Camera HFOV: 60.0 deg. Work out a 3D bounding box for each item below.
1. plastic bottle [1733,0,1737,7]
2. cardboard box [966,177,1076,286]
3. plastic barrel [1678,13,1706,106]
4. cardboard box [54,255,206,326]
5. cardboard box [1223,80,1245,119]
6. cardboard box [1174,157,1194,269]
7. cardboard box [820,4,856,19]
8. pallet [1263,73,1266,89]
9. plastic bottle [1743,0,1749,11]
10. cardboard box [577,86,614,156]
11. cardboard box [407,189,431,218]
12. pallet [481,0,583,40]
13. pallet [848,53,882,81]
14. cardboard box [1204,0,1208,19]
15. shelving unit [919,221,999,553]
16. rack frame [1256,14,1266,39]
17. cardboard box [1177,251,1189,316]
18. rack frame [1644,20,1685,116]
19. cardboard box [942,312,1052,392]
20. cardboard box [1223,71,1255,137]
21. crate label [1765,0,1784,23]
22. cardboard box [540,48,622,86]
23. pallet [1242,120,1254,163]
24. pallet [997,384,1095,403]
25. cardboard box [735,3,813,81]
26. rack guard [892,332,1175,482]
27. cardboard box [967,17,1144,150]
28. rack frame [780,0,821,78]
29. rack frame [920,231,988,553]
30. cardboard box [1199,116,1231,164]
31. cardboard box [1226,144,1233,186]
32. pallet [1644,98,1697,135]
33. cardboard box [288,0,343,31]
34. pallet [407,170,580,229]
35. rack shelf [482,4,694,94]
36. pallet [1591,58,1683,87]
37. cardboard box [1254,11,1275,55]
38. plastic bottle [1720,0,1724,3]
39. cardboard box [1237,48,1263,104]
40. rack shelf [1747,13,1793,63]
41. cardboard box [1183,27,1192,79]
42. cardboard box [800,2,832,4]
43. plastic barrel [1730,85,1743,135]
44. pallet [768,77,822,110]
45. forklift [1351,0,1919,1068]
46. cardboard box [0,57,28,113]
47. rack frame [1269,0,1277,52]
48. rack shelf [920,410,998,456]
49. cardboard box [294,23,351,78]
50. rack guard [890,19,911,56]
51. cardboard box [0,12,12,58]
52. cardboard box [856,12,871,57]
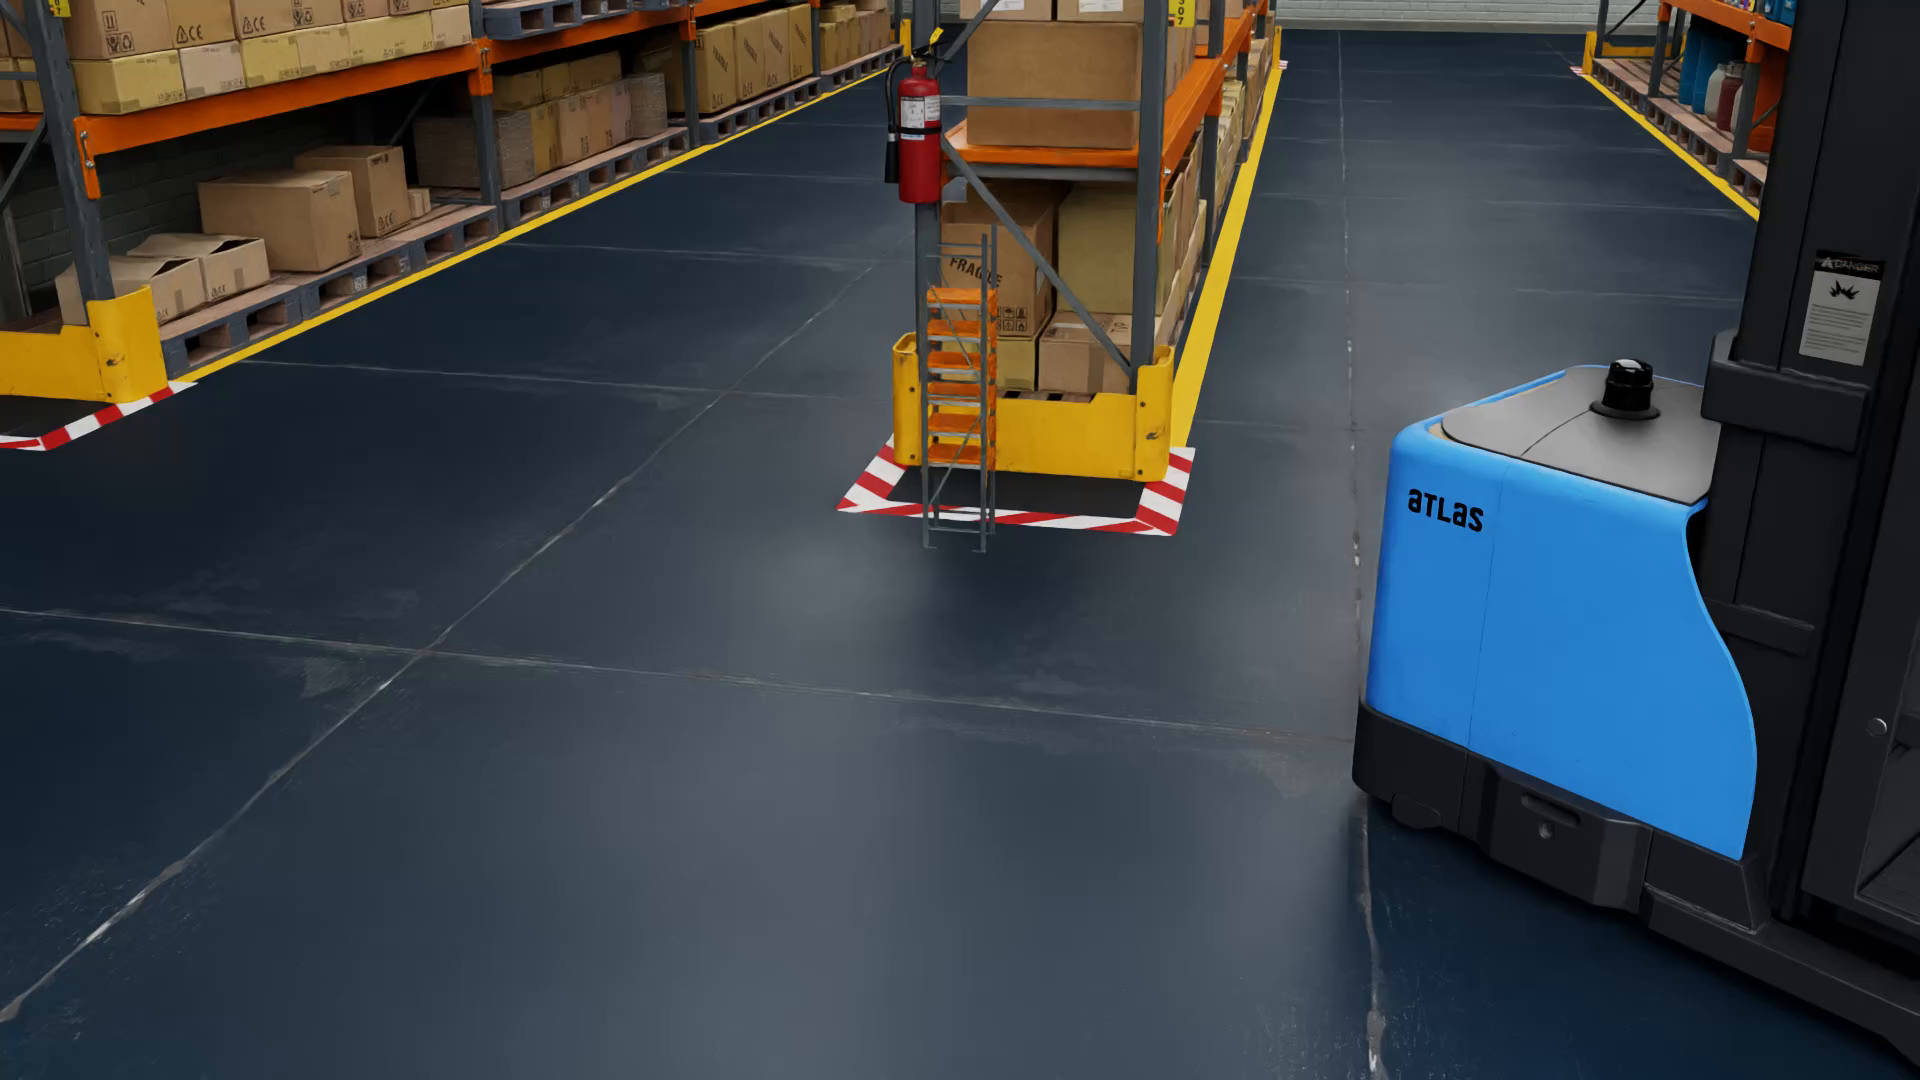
[{"bbox_3d":[6.608,-4.613,14.058,0.097,0.201,0.097,0,22,0],"label":"plastic bottle"},{"bbox_3d":[0.322,-1.598,8.422,0.500,0.500,0.500,4,22,11],"label":"cardboard box"},{"bbox_3d":[7.484,-4.779,16.451,0.600,0.901,0.708,4,22,11],"label":"plastic barrel"},{"bbox_3d":[-4.307,-1.325,8.638,0.500,0.311,0.500,2,22,5],"label":"cardboard box"},{"bbox_3d":[2.081,-3.640,13.745,0.500,0.311,0.500,5,22,12],"label":"cardboard box"},{"bbox_3d":[0.950,-1.740,8.774,0.500,0.500,0.500,4,22,11],"label":"cardboard box"},{"bbox_3d":[-1.479,-6.415,20.181,0.380,0.149,0.250,4,22,9],"label":"cardboard box"},{"bbox_3d":[2.904,-5.092,18.714,1.003,0.211,1.213,4,22,11],"label":"pallet"},{"bbox_3d":[6.507,-4.503,13.676,0.061,0.283,0.133,4,22,11],"label":"plastic bottle"},{"bbox_3d":[-3.292,-3.461,13.690,0.700,0.500,0.500,4,22,11],"label":"cardboard box"},{"bbox_3d":[-3.799,-2.277,11.195,0.380,0.166,0.250,2,22,4],"label":"cardboard box"},{"bbox_3d":[-3.421,-3.764,11.941,1.003,0.211,1.213,4,22,11],"label":"pallet"},{"bbox_3d":[-1.609,-5.937,20.812,1.003,0.211,1.213,4,22,11],"label":"pallet"},{"bbox_3d":[1.513,-3.910,11.914,0.500,0.500,0.500,4,22,11],"label":"cardboard box"},{"bbox_3d":[-0.003,-0.551,6.116,0.258,1.200,0.189,4,22,11],"label":"shelving unit"},{"bbox_3d":[2.763,-6.134,17.570,1.000,3.000,0.127,4,22,11],"label":"rack frame"},{"bbox_3d":[0.949,-1.393,8.914,0.500,0.250,0.500,4,22,11],"label":"cardboard box"},{"bbox_3d":[7.611,-5.755,16.629,1.000,3.000,0.127,4,22,11],"label":"rack frame"},{"bbox_3d":[0.135,-0.884,7.651,0.500,0.250,0.500,4,22,11],"label":"cardboard box"},{"bbox_3d":[2.320,-3.861,14.681,0.500,0.500,0.500,5,23,13],"label":"cardboard box"},{"bbox_3d":[6.342,-4.089,12.716,0.303,0.233,0.416,4,22,11],"label":"crate label"},{"bbox_3d":[-3.177,-3.969,13.947,0.500,0.250,0.500,5,22,12],"label":"cardboard box"},{"bbox_3d":[2.136,-3.648,15.129,1.003,0.211,1.213,4,22,11],"label":"pallet"},{"bbox_3d":[0.429,-0.735,7.896,1.003,0.211,1.213,4,22,11],"label":"pallet"},{"bbox_3d":[-2.093,-5.460,18.212,0.750,0.750,0.750,5,22,12],"label":"cardboard box"},{"bbox_3d":[0.310,-0.577,7.118,1.175,0.500,0.348,4,22,11],"label":"rack guard"},{"bbox_3d":[0.422,-1.962,7.075,0.700,0.500,0.500,4,22,11],"label":"cardboard box"},{"bbox_3d":[-2.087,-6.510,18.504,1.000,3.000,0.127,4,22,11],"label":"rack frame"},{"bbox_3d":[-0.022,-0.518,6.033,0.240,1.200,0.006,4,22,11],"label":"rack frame"},{"bbox_3d":[1.671,-2.892,11.887,0.500,0.311,0.500,4,22,9],"label":"cardboard box"},{"bbox_3d":[1.769,-2.819,12.456,0.500,0.250,0.500,5,22,12],"label":"cardboard box"},{"bbox_3d":[7.413,-4.183,16.457,1.003,0.211,1.213,4,22,11],"label":"pallet"},{"bbox_3d":[-3.828,-3.119,9.254,0.500,0.500,0.500,5,23,13],"label":"cardboard box"},{"bbox_3d":[-3.562,-2.576,12.467,1.003,0.211,1.213,4,22,11],"label":"pallet"},{"bbox_3d":[-3.311,-3.982,13.190,1.077,0.370,4.000,4,22,11],"label":"rack shelf"},{"bbox_3d":[8.221,-5.626,20.040,1.003,0.211,1.213,4,22,11],"label":"pallet"},{"bbox_3d":[3.709,-6.424,21.046,0.500,0.500,0.500,4,22,11],"label":"cardboard box"},{"bbox_3d":[6.693,-4.837,14.504,0.061,0.283,0.133,4,22,11],"label":"plastic bottle"},{"bbox_3d":[2.731,-4.613,16.549,0.500,0.500,0.500,5,22,12],"label":"cardboard box"},{"bbox_3d":[6.387,-3.227,11.315,1.077,0.370,4.000,4,22,11],"label":"rack shelf"},{"bbox_3d":[0.945,-2.899,9.402,0.700,0.500,0.500,4,22,10],"label":"cardboard box"},{"bbox_3d":[-1.795,-6.551,20.519,0.380,0.149,0.250,4,22,10],"label":"cardboard box"},{"bbox_3d":[6.906,-3.727,14.360,0.421,0.512,0.421,0,22,0],"label":"plastic barrel"},{"bbox_3d":[-2.171,-4.929,18.310,1.003,0.211,1.213,4,22,11],"label":"pallet"},{"bbox_3d":[2.429,-0.352,3.303,1.130,2.935,3.031,-19,28,-38],"label":"forklift"},{"bbox_3d":[-4.630,-2.247,8.092,0.500,0.250,0.500,5,22,12],"label":"cardboard box"},{"bbox_3d":[3.579,-7.597,21.202,1.000,3.000,0.127,4,22,11],"label":"rack frame"},{"bbox_3d":[-0.003,-0.399,6.178,0.258,0.103,0.180,4,22,11],"label":"rack shelf"},{"bbox_3d":[-3.818,-2.777,9.408,0.500,0.250,0.500,5,22,11],"label":"cardboard box"},{"bbox_3d":[-1.266,-6.823,22.625,1.175,0.500,0.348,4,22,11],"label":"rack guard"},{"bbox_3d":[-4.648,-2.598,7.959,0.500,0.500,0.500,4,22,10],"label":"cardboard box"},{"bbox_3d":[-1.520,-6.378,20.959,0.700,0.500,0.500,4,22,9],"label":"cardboard box"}]
